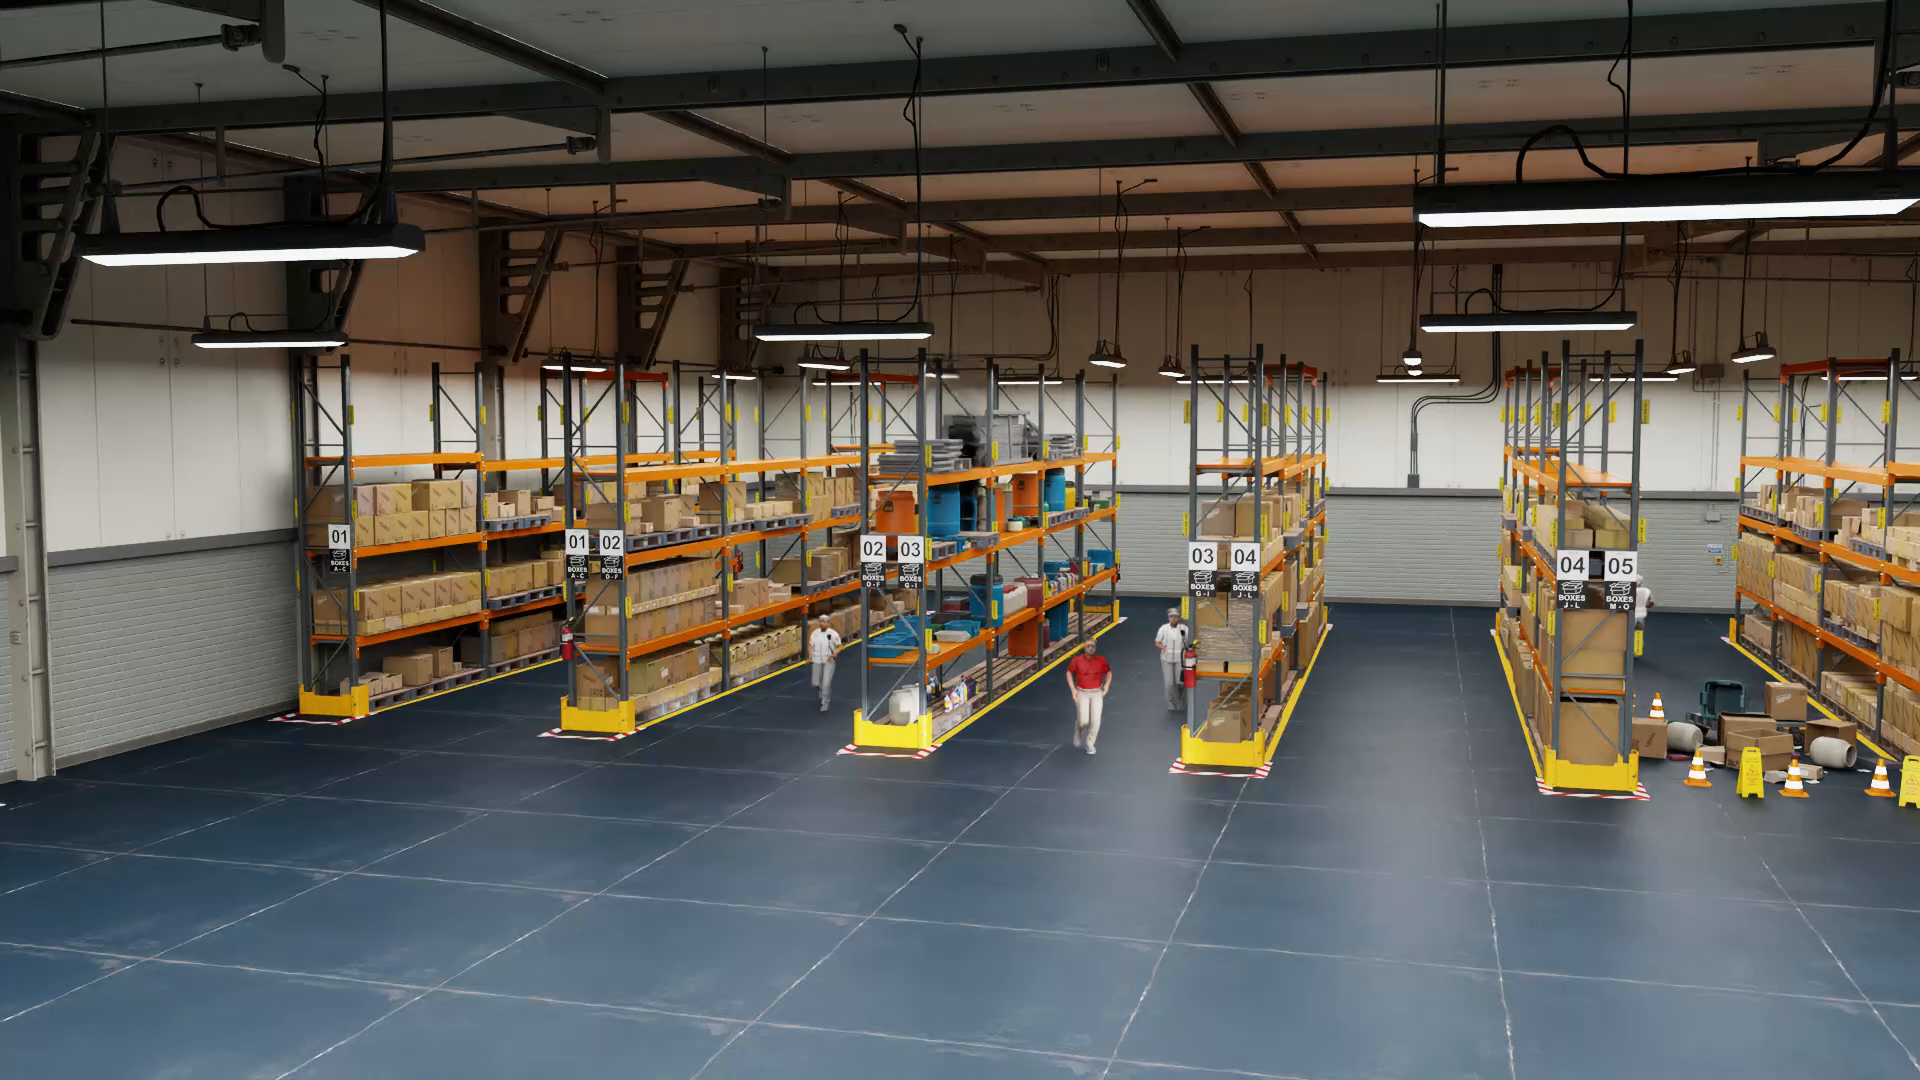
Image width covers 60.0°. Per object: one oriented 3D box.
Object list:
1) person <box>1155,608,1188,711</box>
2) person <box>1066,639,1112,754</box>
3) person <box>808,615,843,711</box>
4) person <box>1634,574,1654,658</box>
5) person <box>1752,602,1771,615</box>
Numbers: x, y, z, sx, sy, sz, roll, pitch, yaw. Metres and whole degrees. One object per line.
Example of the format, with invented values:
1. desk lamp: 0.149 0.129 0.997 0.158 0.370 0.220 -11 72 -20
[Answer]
1. person: 3.611 2.026 28.030 0.648 1.756 0.606 1 4 8
2. person: 1.935 2.314 24.720 0.683 1.697 0.584 -1 4 -7
3. person: -2.307 2.083 28.326 0.616 1.627 0.550 1 4 10
4. person: 13.948 1.563 34.345 0.683 1.737 0.595 0 4 4
5. person: 18.214 1.320 37.606 0.691 1.730 0.818 -4 6 -43
